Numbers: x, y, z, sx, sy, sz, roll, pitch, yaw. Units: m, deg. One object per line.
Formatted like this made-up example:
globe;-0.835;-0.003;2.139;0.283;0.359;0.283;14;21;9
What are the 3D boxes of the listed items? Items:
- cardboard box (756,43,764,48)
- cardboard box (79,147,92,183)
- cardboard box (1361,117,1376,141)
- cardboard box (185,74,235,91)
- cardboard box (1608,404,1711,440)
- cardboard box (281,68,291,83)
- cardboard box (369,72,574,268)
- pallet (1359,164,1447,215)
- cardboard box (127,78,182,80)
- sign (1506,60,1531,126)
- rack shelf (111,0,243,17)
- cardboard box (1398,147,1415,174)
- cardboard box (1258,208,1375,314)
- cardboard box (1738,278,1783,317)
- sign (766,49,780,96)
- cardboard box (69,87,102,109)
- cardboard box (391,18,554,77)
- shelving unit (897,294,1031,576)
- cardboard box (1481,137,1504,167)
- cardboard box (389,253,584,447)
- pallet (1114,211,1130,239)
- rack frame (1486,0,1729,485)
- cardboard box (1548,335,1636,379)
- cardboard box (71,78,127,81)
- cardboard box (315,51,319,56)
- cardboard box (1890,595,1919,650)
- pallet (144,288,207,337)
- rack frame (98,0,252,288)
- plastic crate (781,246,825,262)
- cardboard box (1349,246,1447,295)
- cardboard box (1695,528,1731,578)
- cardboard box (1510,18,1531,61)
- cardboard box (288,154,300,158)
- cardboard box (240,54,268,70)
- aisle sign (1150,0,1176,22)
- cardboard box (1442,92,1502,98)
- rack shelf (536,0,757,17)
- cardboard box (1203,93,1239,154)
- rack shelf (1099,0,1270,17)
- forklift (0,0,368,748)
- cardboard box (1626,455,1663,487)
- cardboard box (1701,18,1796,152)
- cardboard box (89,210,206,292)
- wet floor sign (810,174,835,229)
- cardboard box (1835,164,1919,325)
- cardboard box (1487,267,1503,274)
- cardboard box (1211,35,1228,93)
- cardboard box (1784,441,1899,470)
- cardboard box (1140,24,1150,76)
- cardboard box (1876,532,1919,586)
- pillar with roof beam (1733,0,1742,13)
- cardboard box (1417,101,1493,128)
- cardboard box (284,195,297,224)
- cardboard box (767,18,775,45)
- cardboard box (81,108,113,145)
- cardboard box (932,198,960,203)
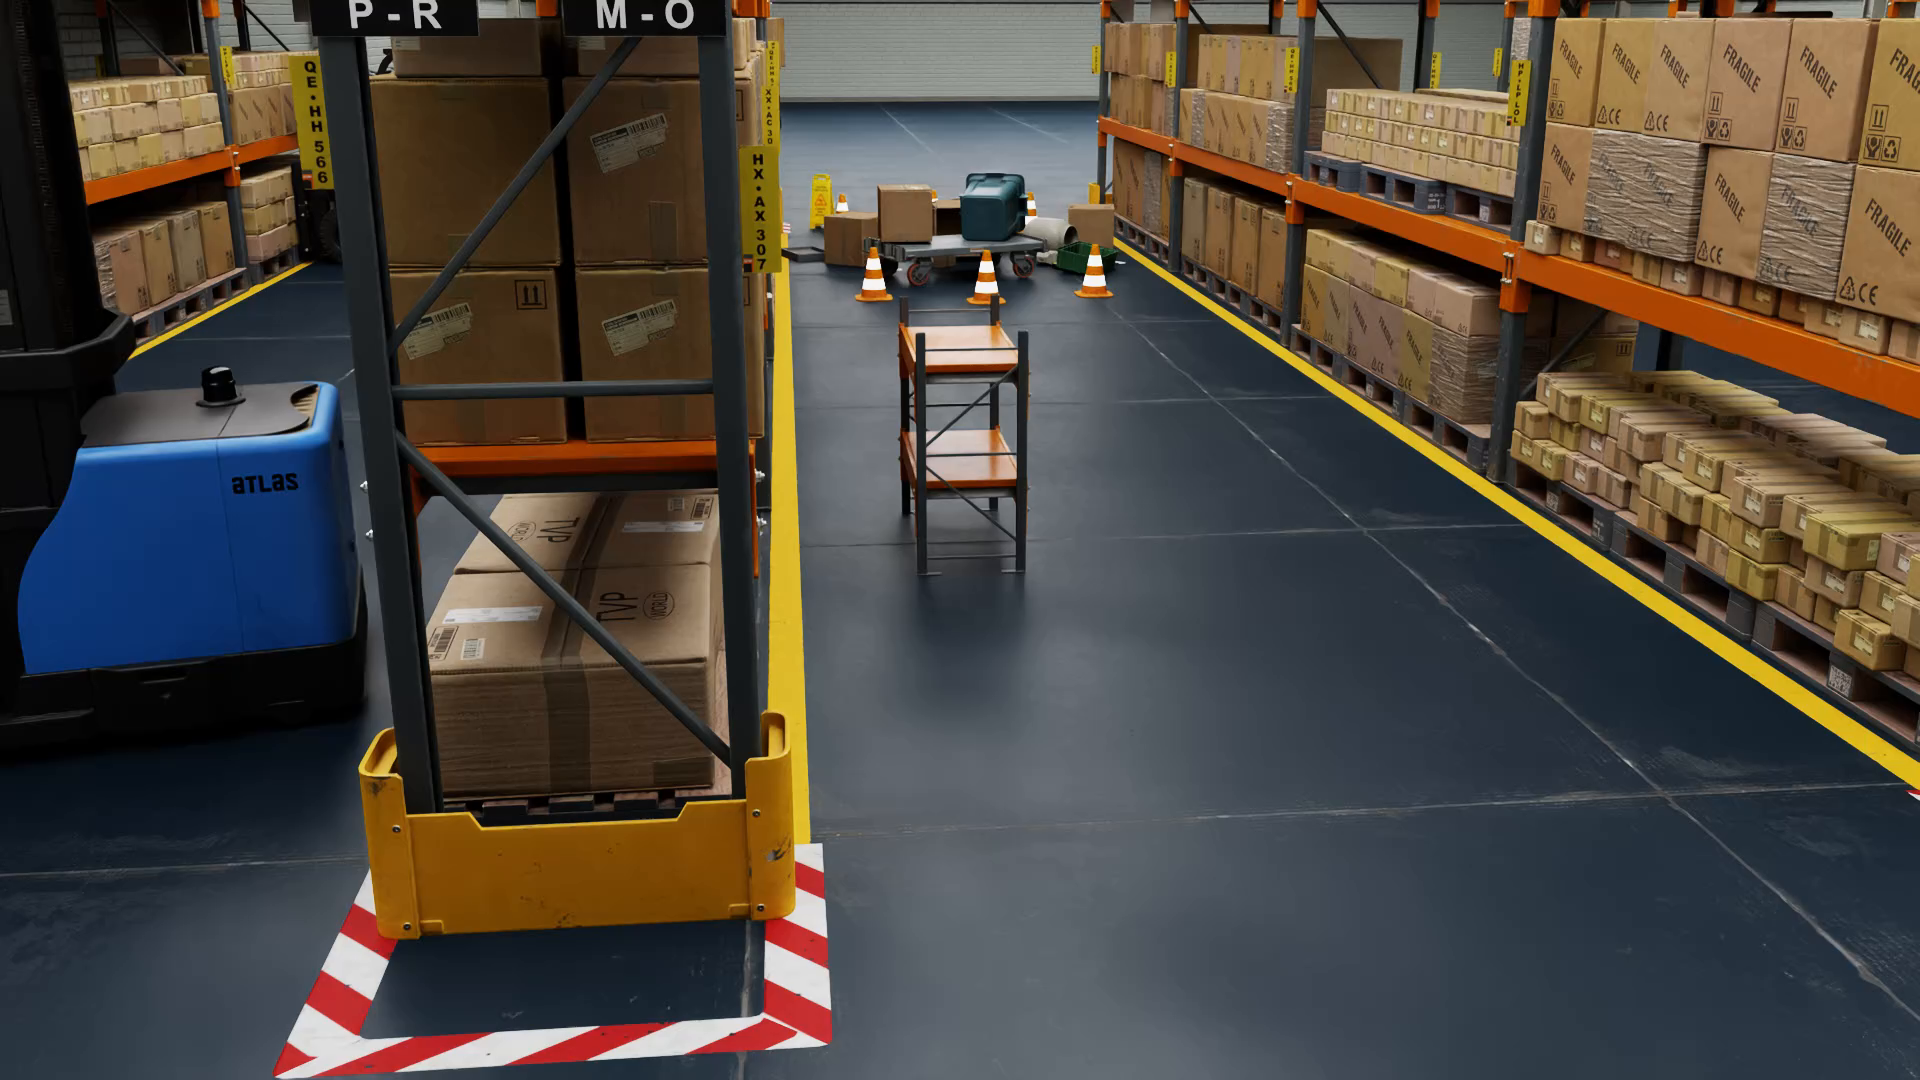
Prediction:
cardboard box;-1.477;-2.854;10.423;0.500;0.500;0.500;-2;18;-6
cardboard box;-6.636;-2.689;11.986;0.500;0.250;0.500;-2;18;-5
cardboard box;2.954;-2.796;11.296;0.380;0.149;0.250;-2;18;-5
cardboard box;-7.017;-4.273;15.531;0.380;0.149;0.250;-2;18;-7
cardboard box;3.353;-0.547;7.978;0.380;0.149;0.250;-2;18;-7
cardboard box;-7.187;-4.886;17.482;0.380;0.149;0.250;-2;18;-5
cardboard box;-1.358;-1.053;4.688;0.500;0.500;0.500;-1;17;-4
pallet;3.262;-2.279;10.748;1.003;0.211;1.213;-2;18;-6
cardboard box;-6.972;-3.924;14.420;0.380;0.149;0.250;-2;18;-6
sign;2.878;-2.301;8.566;0.100;0.325;0.005;-2;18;-6
rack shelf;-7.452;-5.497;16.871;1.077;0.370;4.000;-2;18;-6
cardboard box;3.027;-2.427;10.619;0.380;0.149;0.250;-2;18;-7
cardboard box;3.044;-2.270;13.454;1.050;0.750;0.750;-2;18;-6
cardboard box;3.438;-1.009;6.802;0.380;0.149;0.250;-1;17;-5
sign;-1.345;-3.346;11.895;0.100;0.325;0.005;-2;18;-6
cardboard box;-6.693;-3.315;12.479;0.380;0.149;0.250;-2;17;-5
cardboard box;-1.307;-1.327;4.478;0.380;0.149;0.250;-2;17;-5
shelving unit;0.001;-0.535;8.002;0.538;1.125;1.048;-2;18;-6
cardboard box;3.164;-2.180;9.336;0.380;0.149;0.250;-2;18;-5
cardboard box;-1.384;-0.575;4.835;0.500;0.500;0.500;-2;18;-5
pallet;2.352;-3.776;19.852;1.003;0.211;1.213;-2;18;-6
rack frame;3.429;-1.767;8.798;1.000;3.000;0.127;-2;18;-6
cardboard box;3.617;-1.003;9.836;0.500;0.500;0.500;-1;17;-3
cardboard box;-7.422;-3.903;14.351;0.380;0.149;0.250;-2;18;-6
cardboard box;-7.412;-5.404;18.635;0.380;0.149;0.250;-2;18;-5
cardboard box;3.504;0.294;5.794;0.380;0.149;0.250;-2;18;-7
pallet;-7.002;-1.900;13.876;1.003;0.211;1.213;-2;18;-6
rack frame;-7.246;-3.813;15.315;1.000;3.000;0.127;-2;18;-6
plastic crate;-1.655;-3.068;17.814;0.402;0.080;0.583;-8;19;-25
cardboard box;2.938;-1.812;11.162;0.500;0.250;0.500;-2;18;-5
cardboard box;3.376;0.050;7.068;0.380;0.149;0.250;-1;17;-5
cardboard box;6.921;-5.960;19.820;0.500;0.500;0.500;-2;18;-6
cardboard box;-7.301;-4.243;18.903;0.500;0.250;0.500;-1;17;-4
cardboard box;-7.195;-4.798;16.704;0.380;0.149;0.250;-2;18;-6
aisle sign;2.483;-6.613;19.893;0.394;0.787;0.004;-2;18;-6
cardboard box;3.574;-3.038;11.572;0.380;0.149;0.250;-1;17;-4
rack shelf;-1.277;-2.076;5.975;1.077;0.370;4.000;-2;18;-6
cardboard box;2.493;-3.734;14.895;0.500;0.500;0.500;-2;18;-6
rack shelf;2.398;-5.834;17.946;1.077;0.370;4.000;-2;18;-6
forklift;-3.771;-0.746;5.661;3.031;2.935;1.130;-5;18;-17
cardboard box;3.355;-0.324;7.763;0.380;0.149;0.250;-1;17;-3
cardboard box;3.375;-1.834;6.677;0.500;0.500;0.500;-2;18;-8
cardboard box;-7.108;-2.494;14.376;0.875;0.625;0.625;-2;18;-6
wet floor sign;-1.677;-4.126;20.241;0.267;0.644;0.232;4;18;13
cardboard box;3.492;-1.044;5.832;0.500;0.500;0.500;-2;18;-7
cardboard box;3.559;-1.519;10.229;0.500;0.250;0.500;-1;17;-4
cardboard box;2.716;-4.374;15.266;0.700;0.500;0.500;-2;18;-7
cardboard box;3.849;-0.329;7.283;0.380;0.149;0.250;-2;18;-6
cardboard box;2.447;-5.331;18.098;0.875;0.550;0.500;-2;18;-6
cardboard box;3.567;0.074;5.998;0.380;0.149;0.250;-1;17;-5
pillar with roof beam;16.092;-15.622;42.915;9.100;9.000;0.400;-2;18;-6
cardboard box;3.060;-2.633;10.282;0.380;0.149;0.250;-3;18;-8
cardboard box;-7.083;-3.394;17.034;0.500;0.250;0.500;-2;18;-6
cardboard box;-2.139;-4.772;16.036;0.700;0.500;0.500;-2;18;-6
cardboard box;-6.686;-3.077;12.387;0.500;0.250;0.500;-1;17;-4
cardboard box;-0.022;-3.523;18.559;0.637;0.503;0.797;16;24;42
